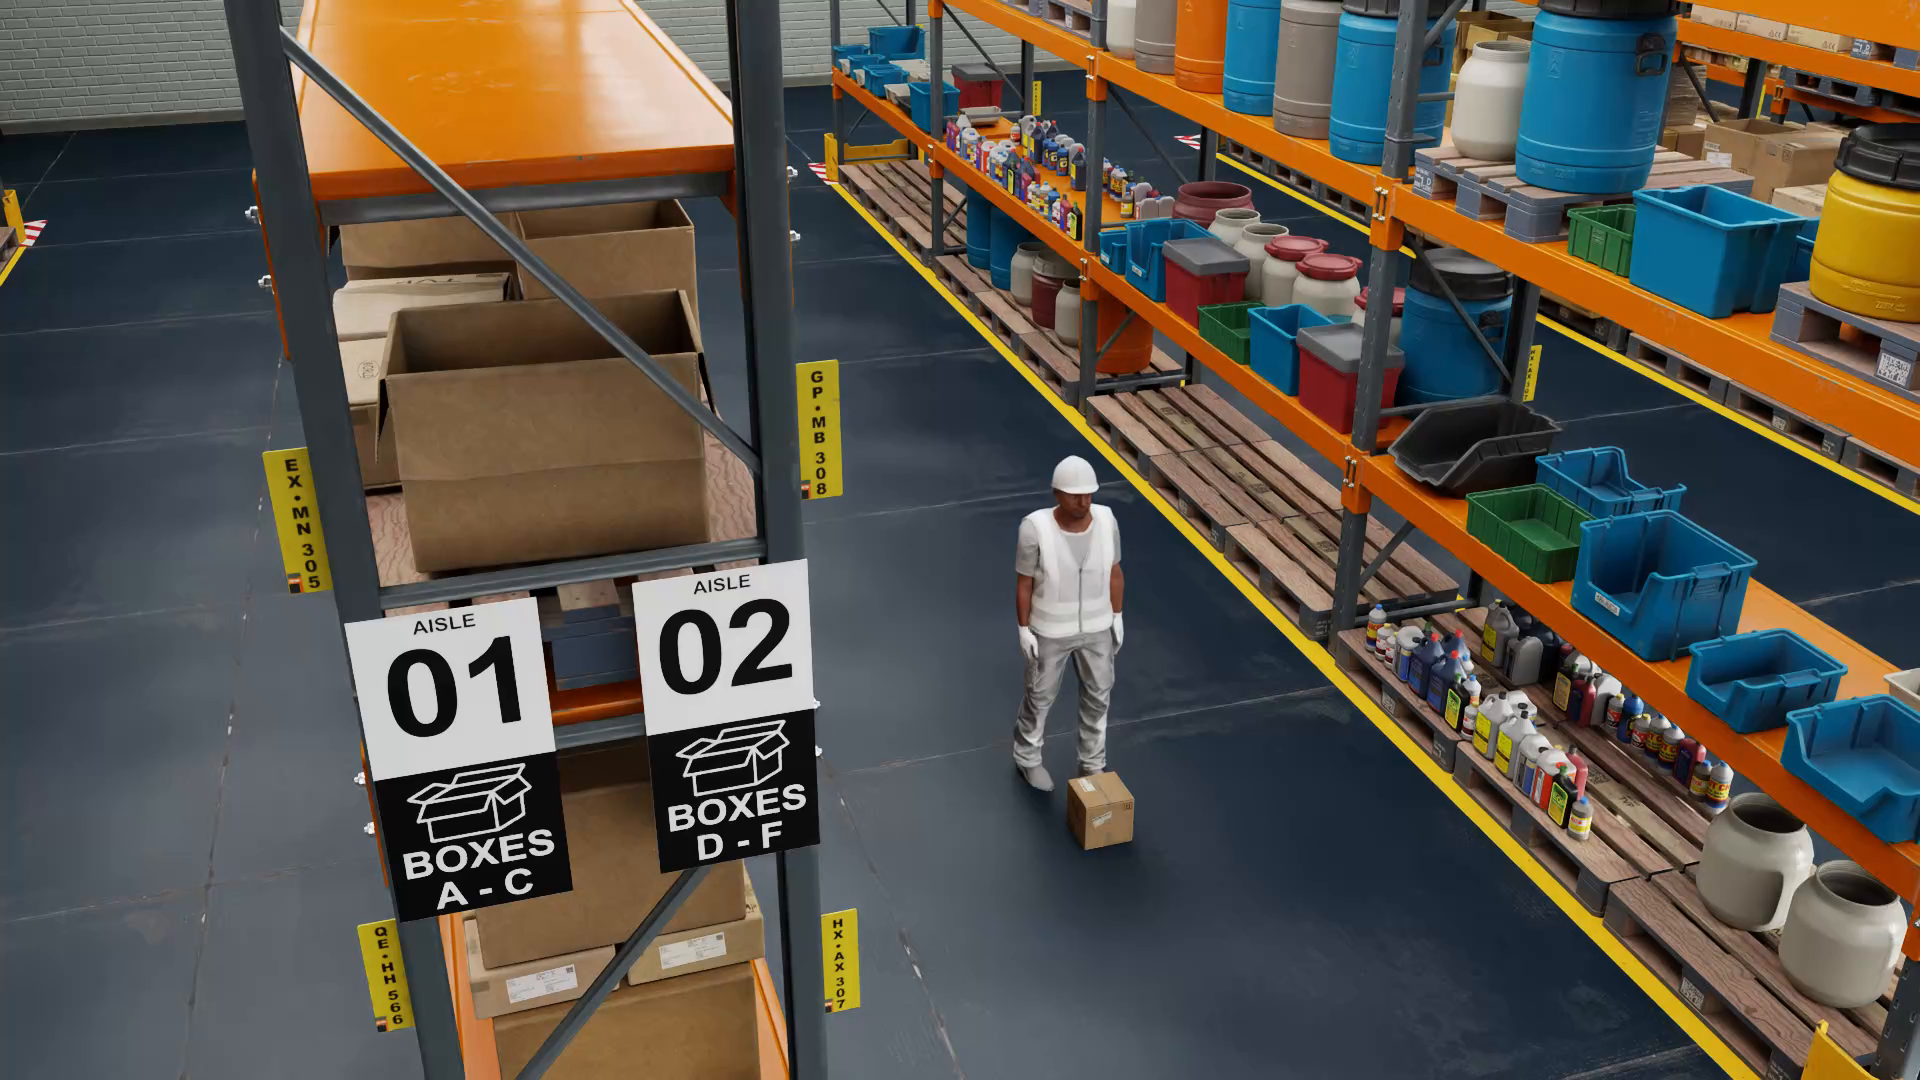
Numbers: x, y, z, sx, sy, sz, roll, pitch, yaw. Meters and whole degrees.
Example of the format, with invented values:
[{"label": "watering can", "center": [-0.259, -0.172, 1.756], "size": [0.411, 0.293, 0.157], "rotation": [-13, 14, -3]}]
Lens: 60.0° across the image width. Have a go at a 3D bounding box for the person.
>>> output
[{"label": "person", "center": [0.559, 0.452, 8.195], "size": [0.555, 1.810, 0.459], "rotation": [-7, 27, -15]}]
